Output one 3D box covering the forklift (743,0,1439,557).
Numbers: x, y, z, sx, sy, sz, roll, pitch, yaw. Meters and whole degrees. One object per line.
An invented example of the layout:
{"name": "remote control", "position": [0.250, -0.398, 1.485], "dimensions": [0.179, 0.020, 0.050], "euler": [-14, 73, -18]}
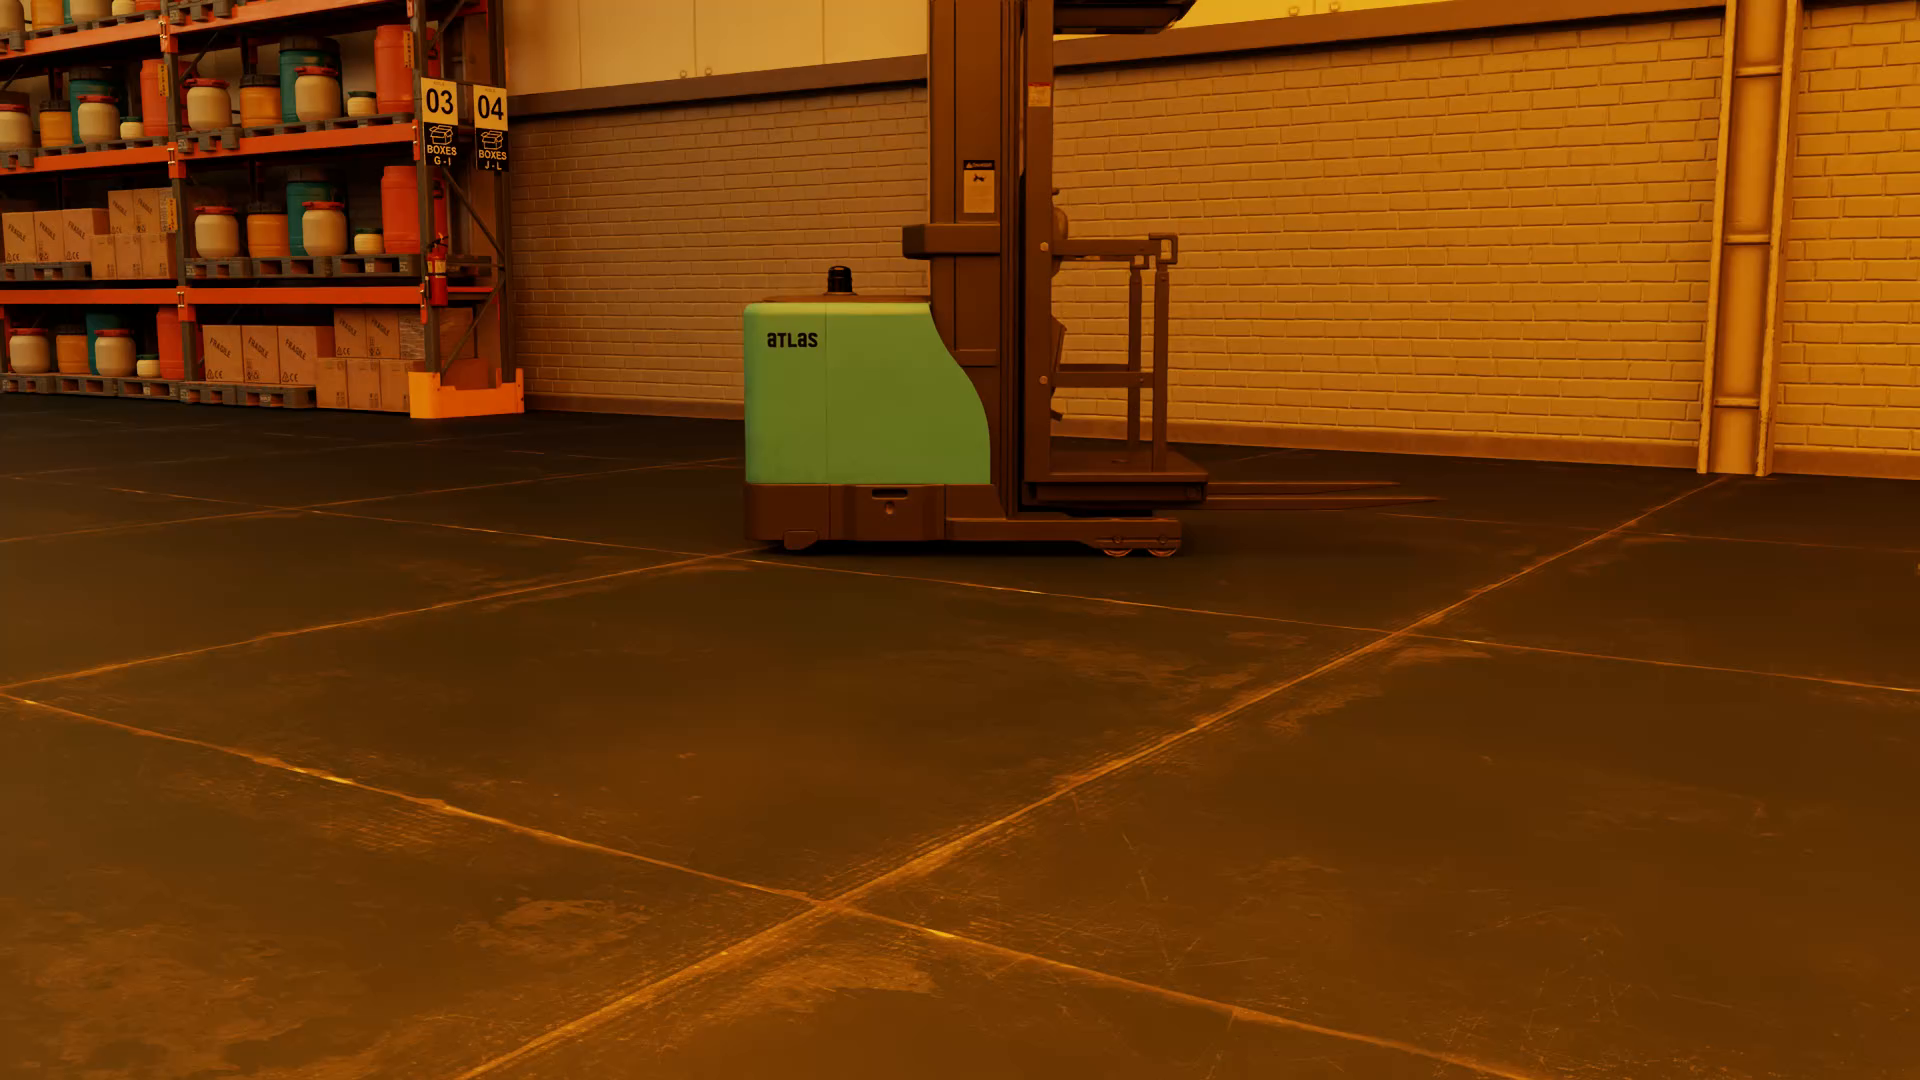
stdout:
{"name": "forklift", "position": [0.579, -1.453, 7.412], "dimensions": [3.031, 2.935, 1.130], "euler": [0, 8, 0]}
